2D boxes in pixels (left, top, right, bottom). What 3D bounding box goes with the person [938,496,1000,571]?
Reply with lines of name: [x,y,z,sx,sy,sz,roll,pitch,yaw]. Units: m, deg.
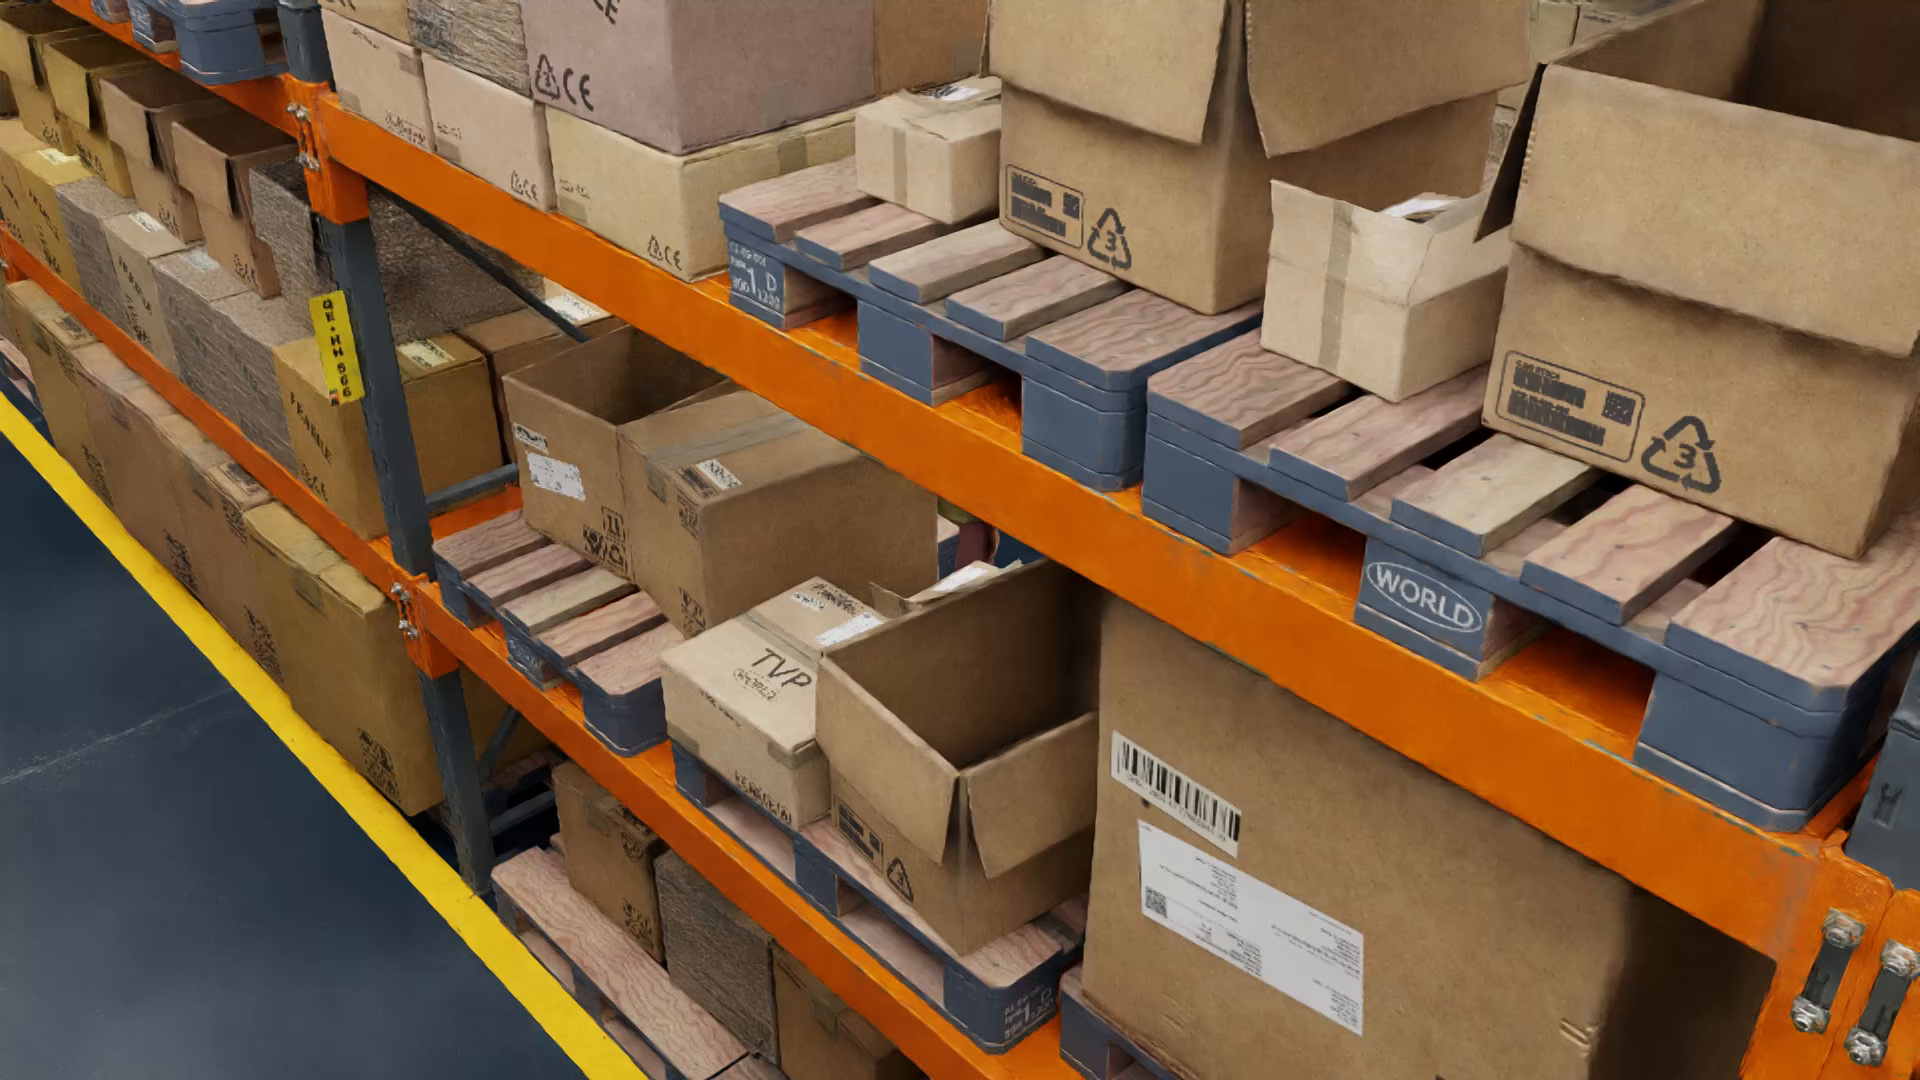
person: [-0.010,-0.115,6.278,0.488,1.680,0.379,21,38,30]
